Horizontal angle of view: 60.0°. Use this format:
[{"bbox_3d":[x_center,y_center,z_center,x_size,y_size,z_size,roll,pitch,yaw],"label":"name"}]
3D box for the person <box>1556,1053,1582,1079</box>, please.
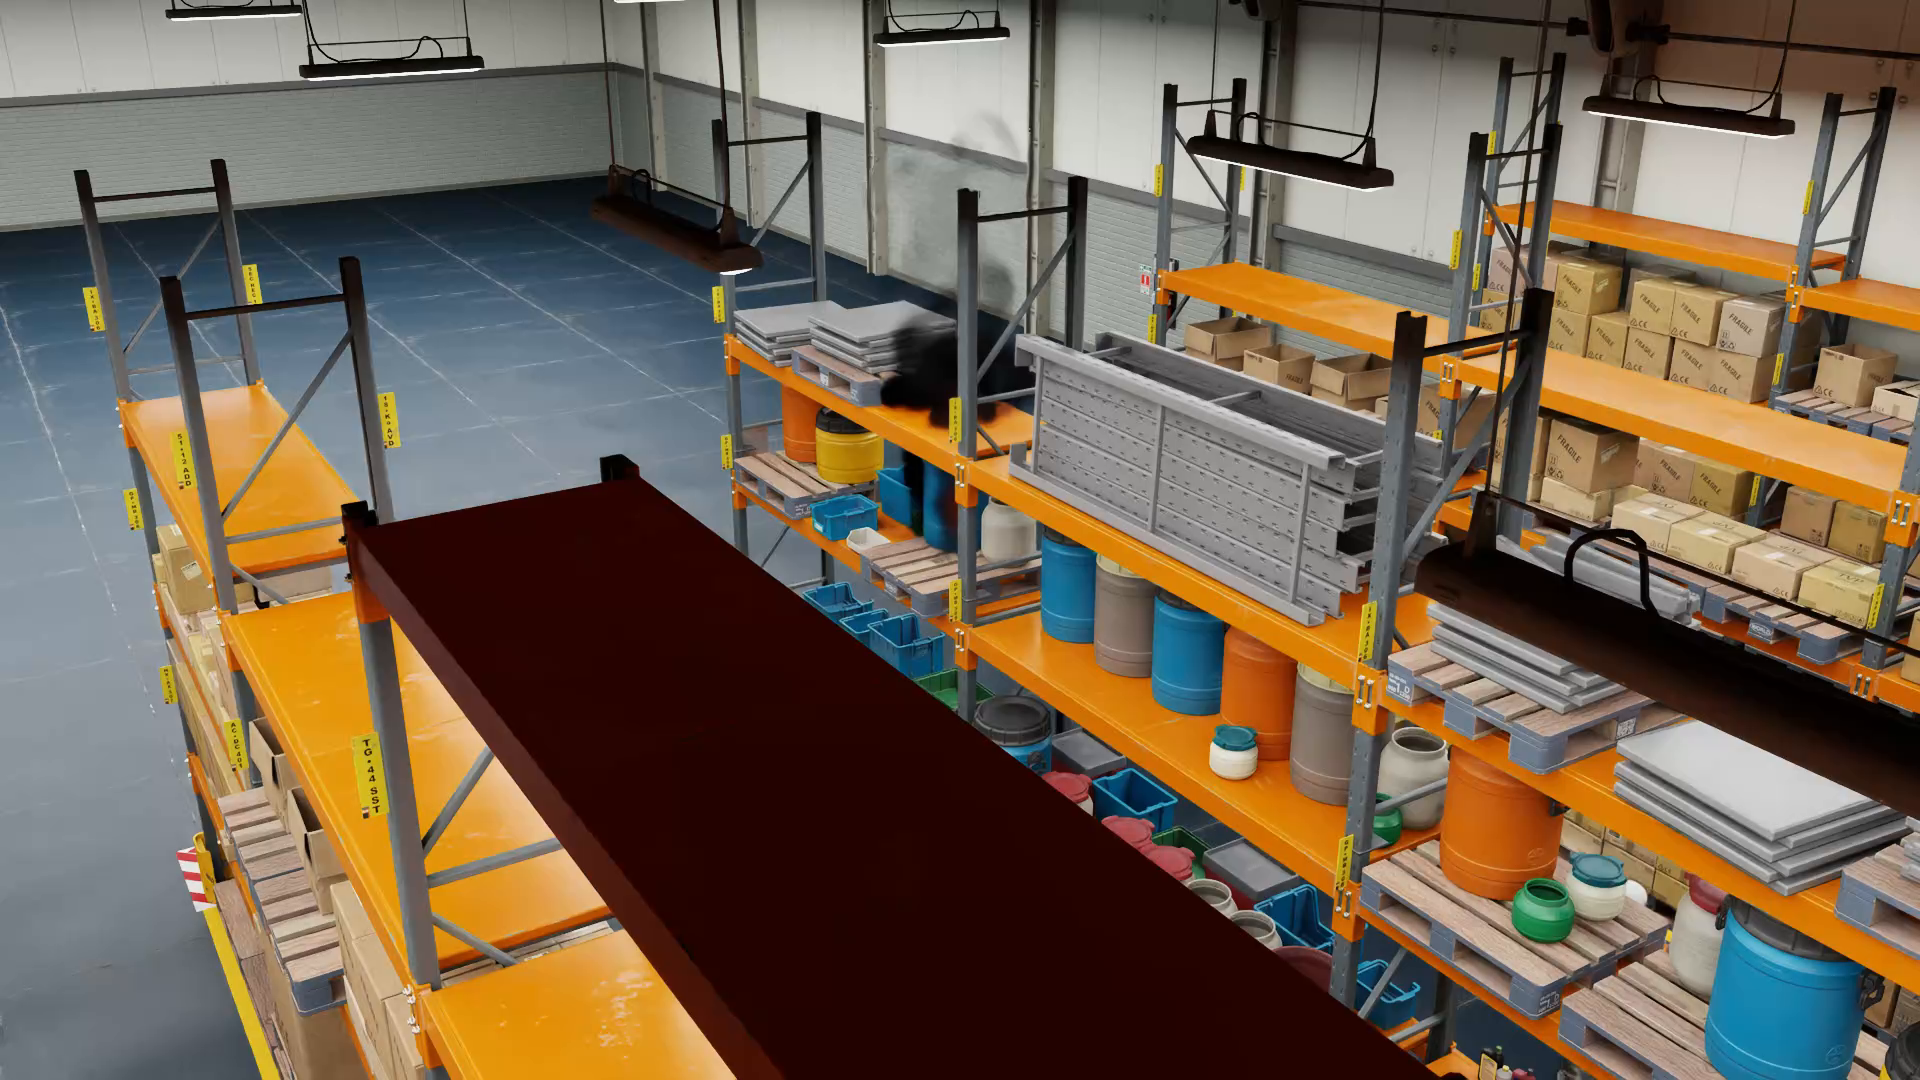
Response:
[{"bbox_3d":[4.386,3.163,11.327,0.654,1.674,0.735,-18,28,-38],"label":"person"}]
